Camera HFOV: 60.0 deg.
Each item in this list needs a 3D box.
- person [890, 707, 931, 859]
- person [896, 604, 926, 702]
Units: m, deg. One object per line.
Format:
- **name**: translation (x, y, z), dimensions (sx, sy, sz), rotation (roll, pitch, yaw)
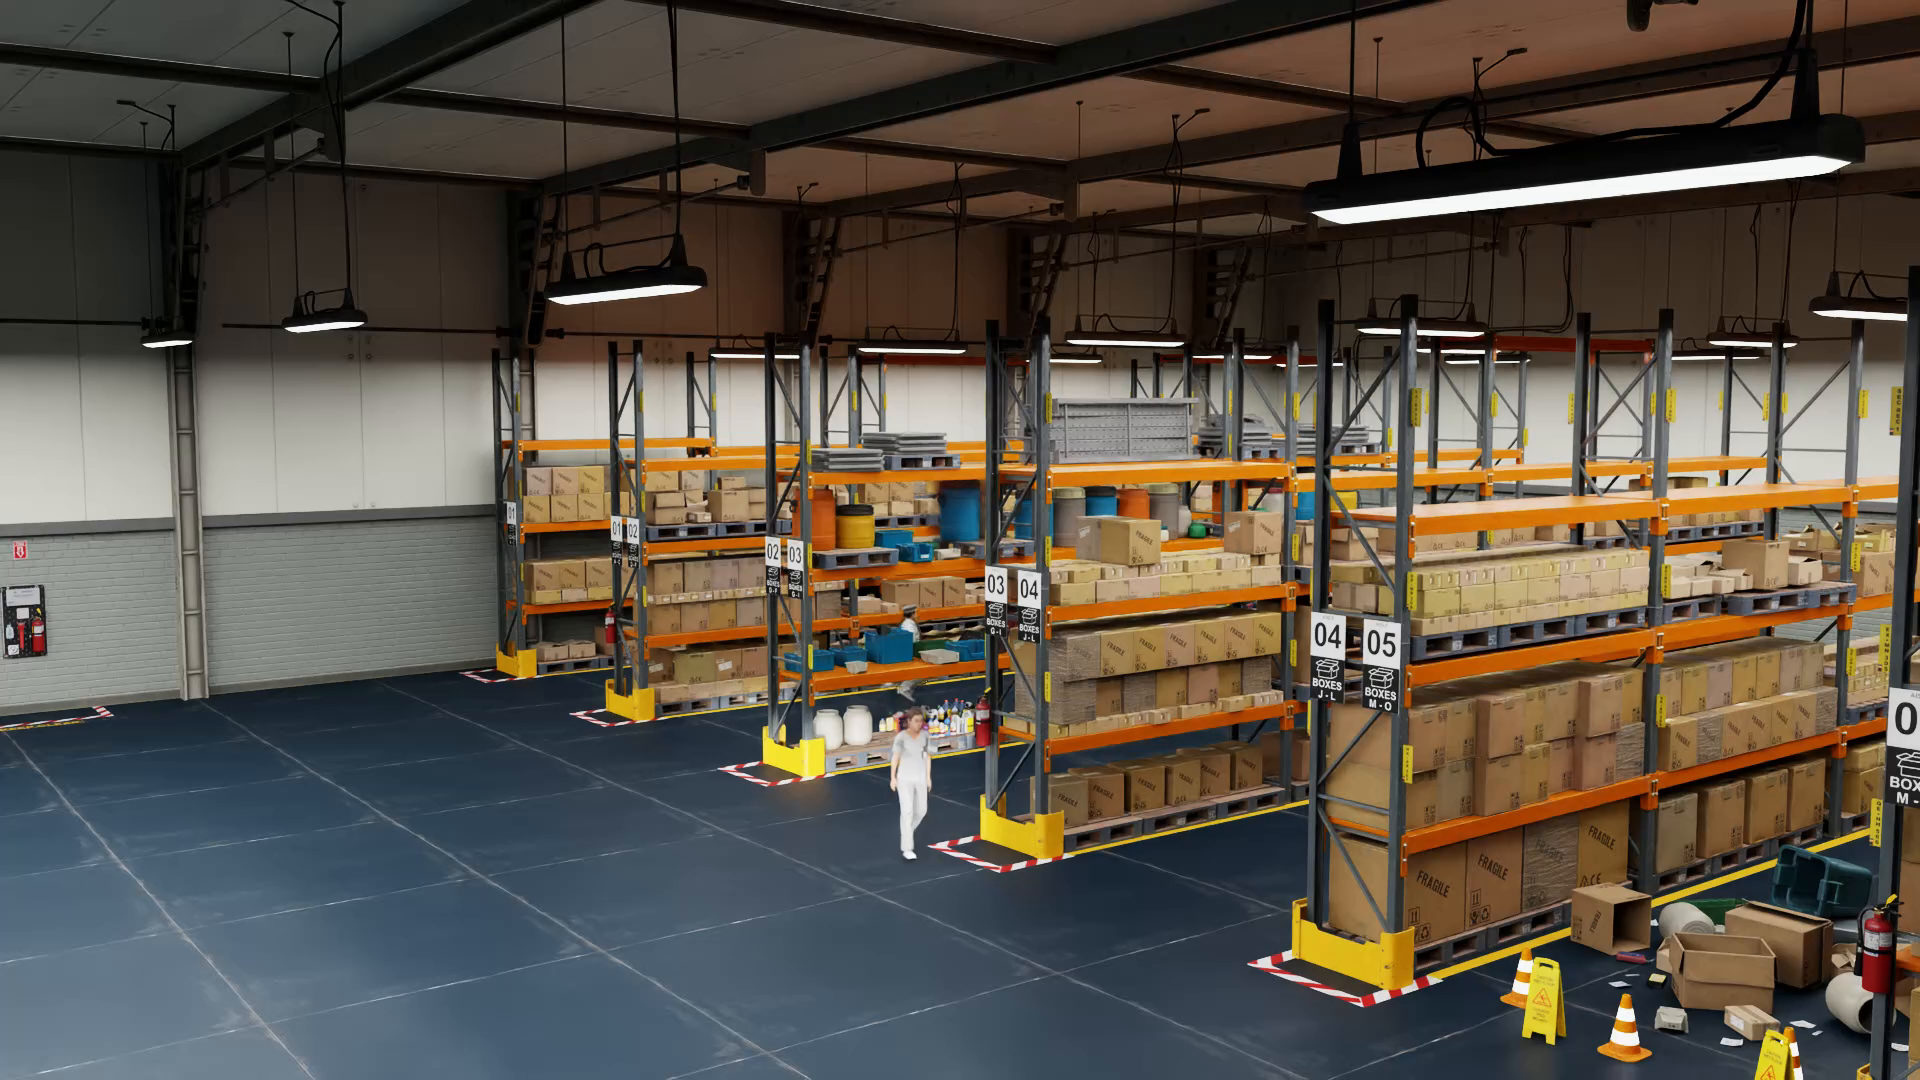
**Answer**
- **person**: translation (-0.559, 2.693, 18.758), dimensions (0.448, 1.653, 0.820), rotation (-3, 6, -28)
- **person**: translation (-0.804, 1.824, 27.012), dimensions (0.466, 1.566, 0.524), rotation (-2, 5, -19)
